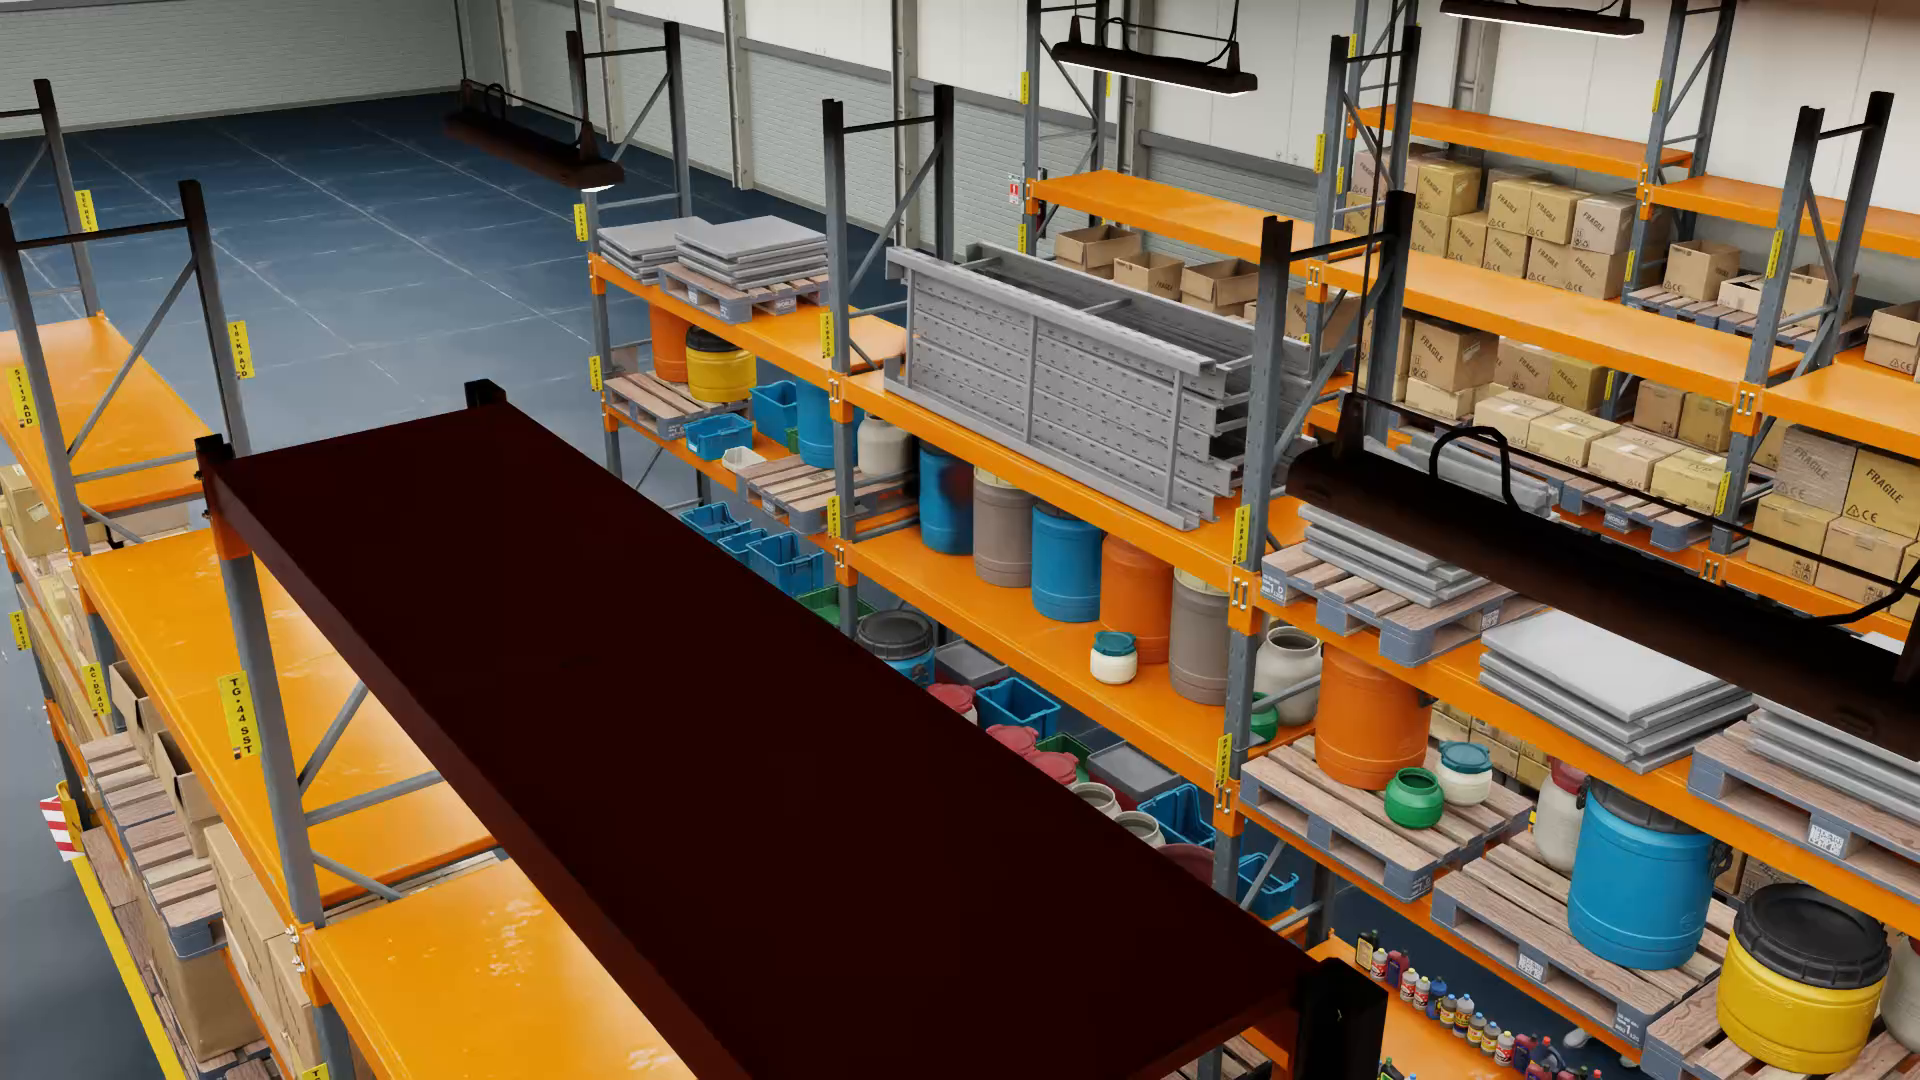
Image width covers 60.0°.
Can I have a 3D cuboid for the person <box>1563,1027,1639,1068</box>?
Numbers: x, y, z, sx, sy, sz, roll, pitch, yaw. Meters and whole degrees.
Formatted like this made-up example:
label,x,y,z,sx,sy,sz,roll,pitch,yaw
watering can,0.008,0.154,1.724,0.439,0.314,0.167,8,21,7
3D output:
label,x,y,z,sx,sy,sz,roll,pitch,yaw
person,4.467,2.712,11.021,0.522,1.796,0.573,-9,26,-19
